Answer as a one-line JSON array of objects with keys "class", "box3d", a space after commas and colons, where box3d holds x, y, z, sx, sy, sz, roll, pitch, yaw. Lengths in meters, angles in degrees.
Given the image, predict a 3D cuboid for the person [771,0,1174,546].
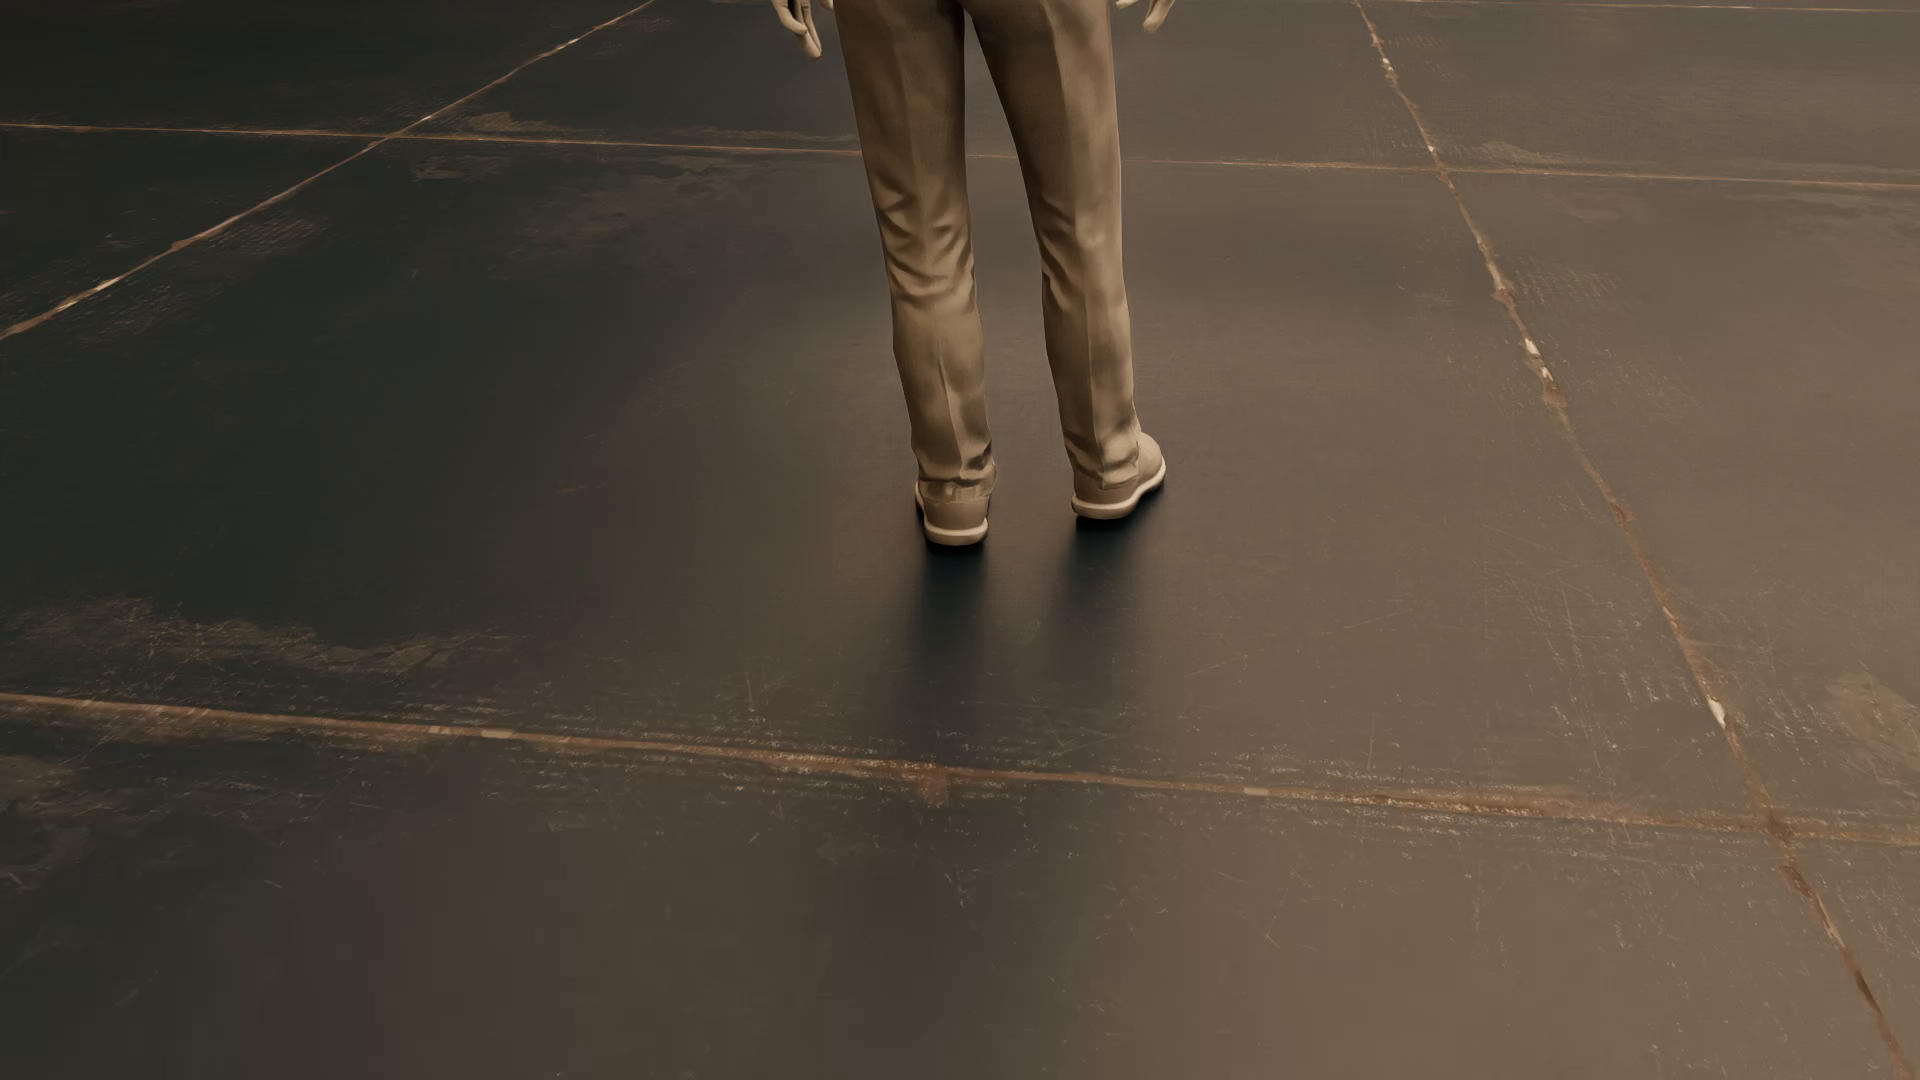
[{"class": "person", "box3d": [0.016, -0.795, 2.179, 0.586, 1.694, 0.530, 3, 27, 7]}]
